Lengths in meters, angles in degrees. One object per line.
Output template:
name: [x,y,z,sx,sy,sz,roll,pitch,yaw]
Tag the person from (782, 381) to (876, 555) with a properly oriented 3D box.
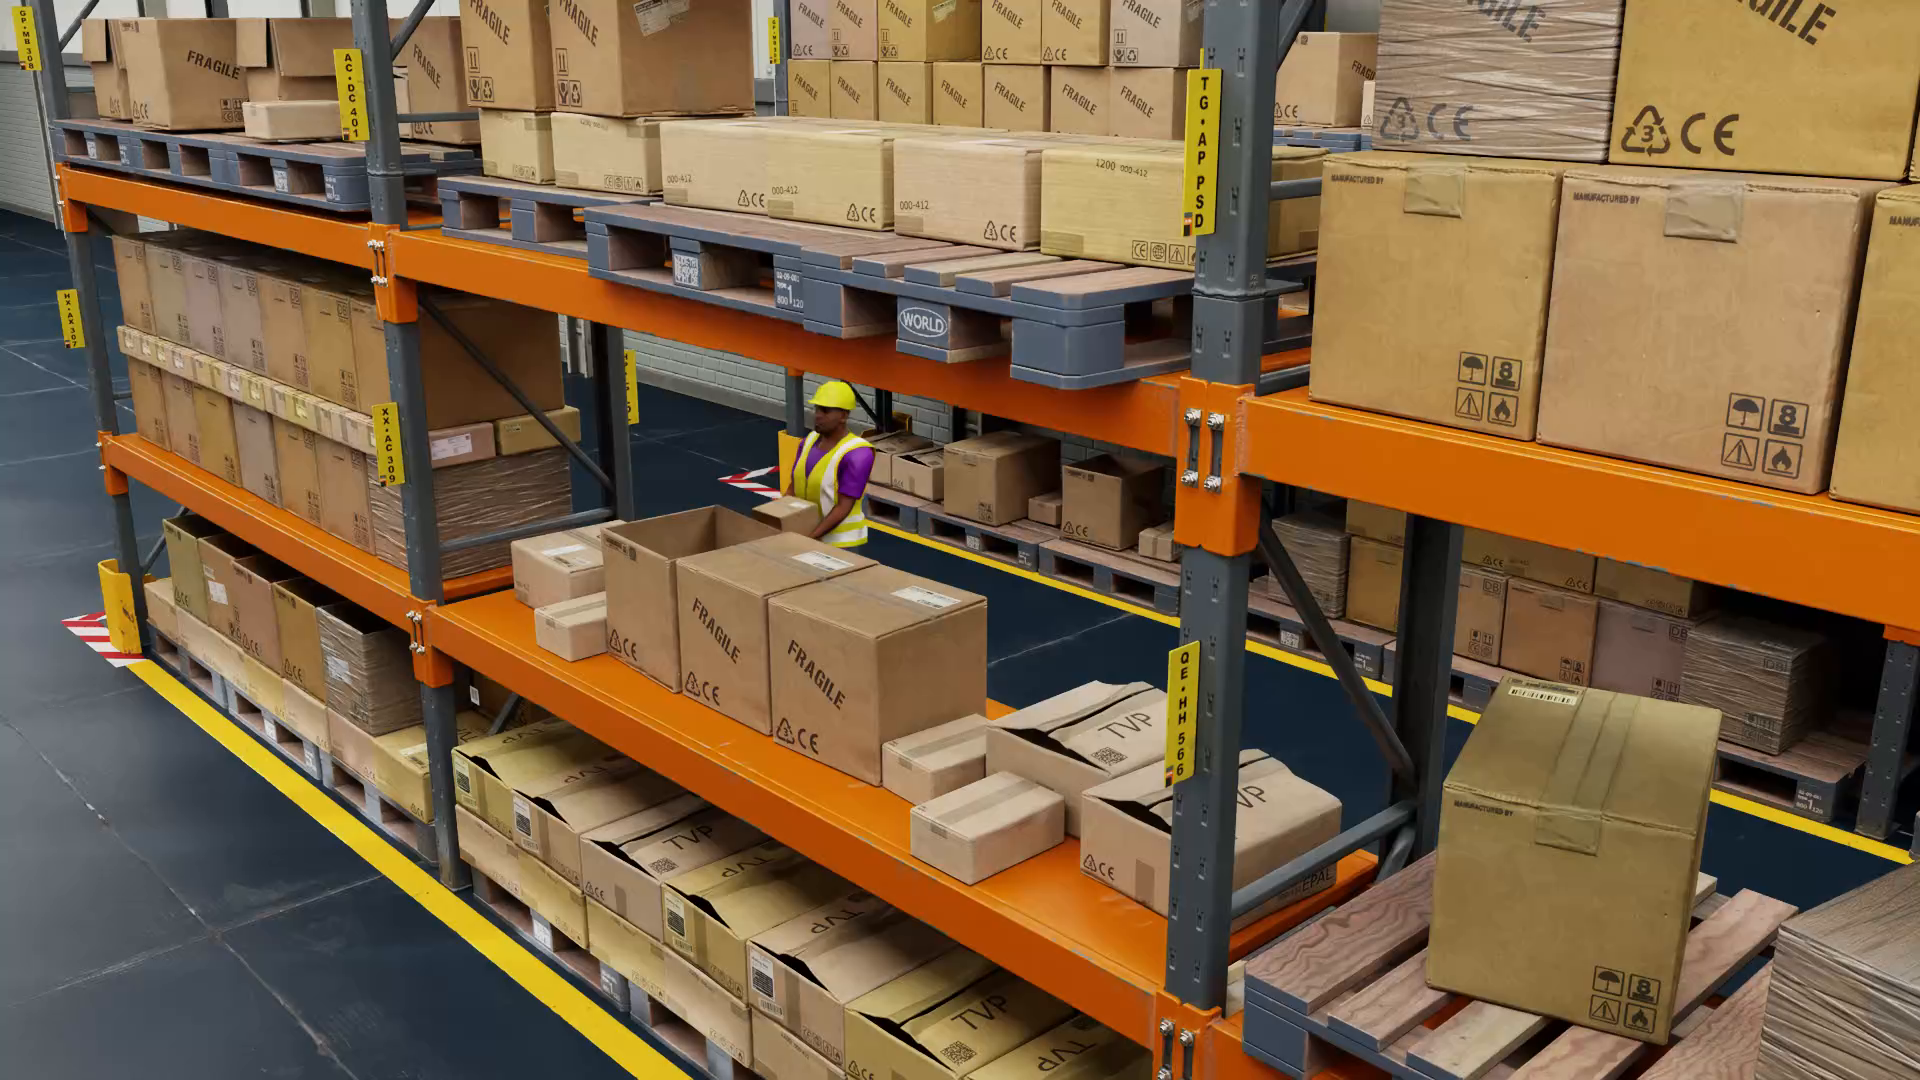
person: [-0.771,0.037,8.887,0.573,1.767,0.521,-16,23,-41]
